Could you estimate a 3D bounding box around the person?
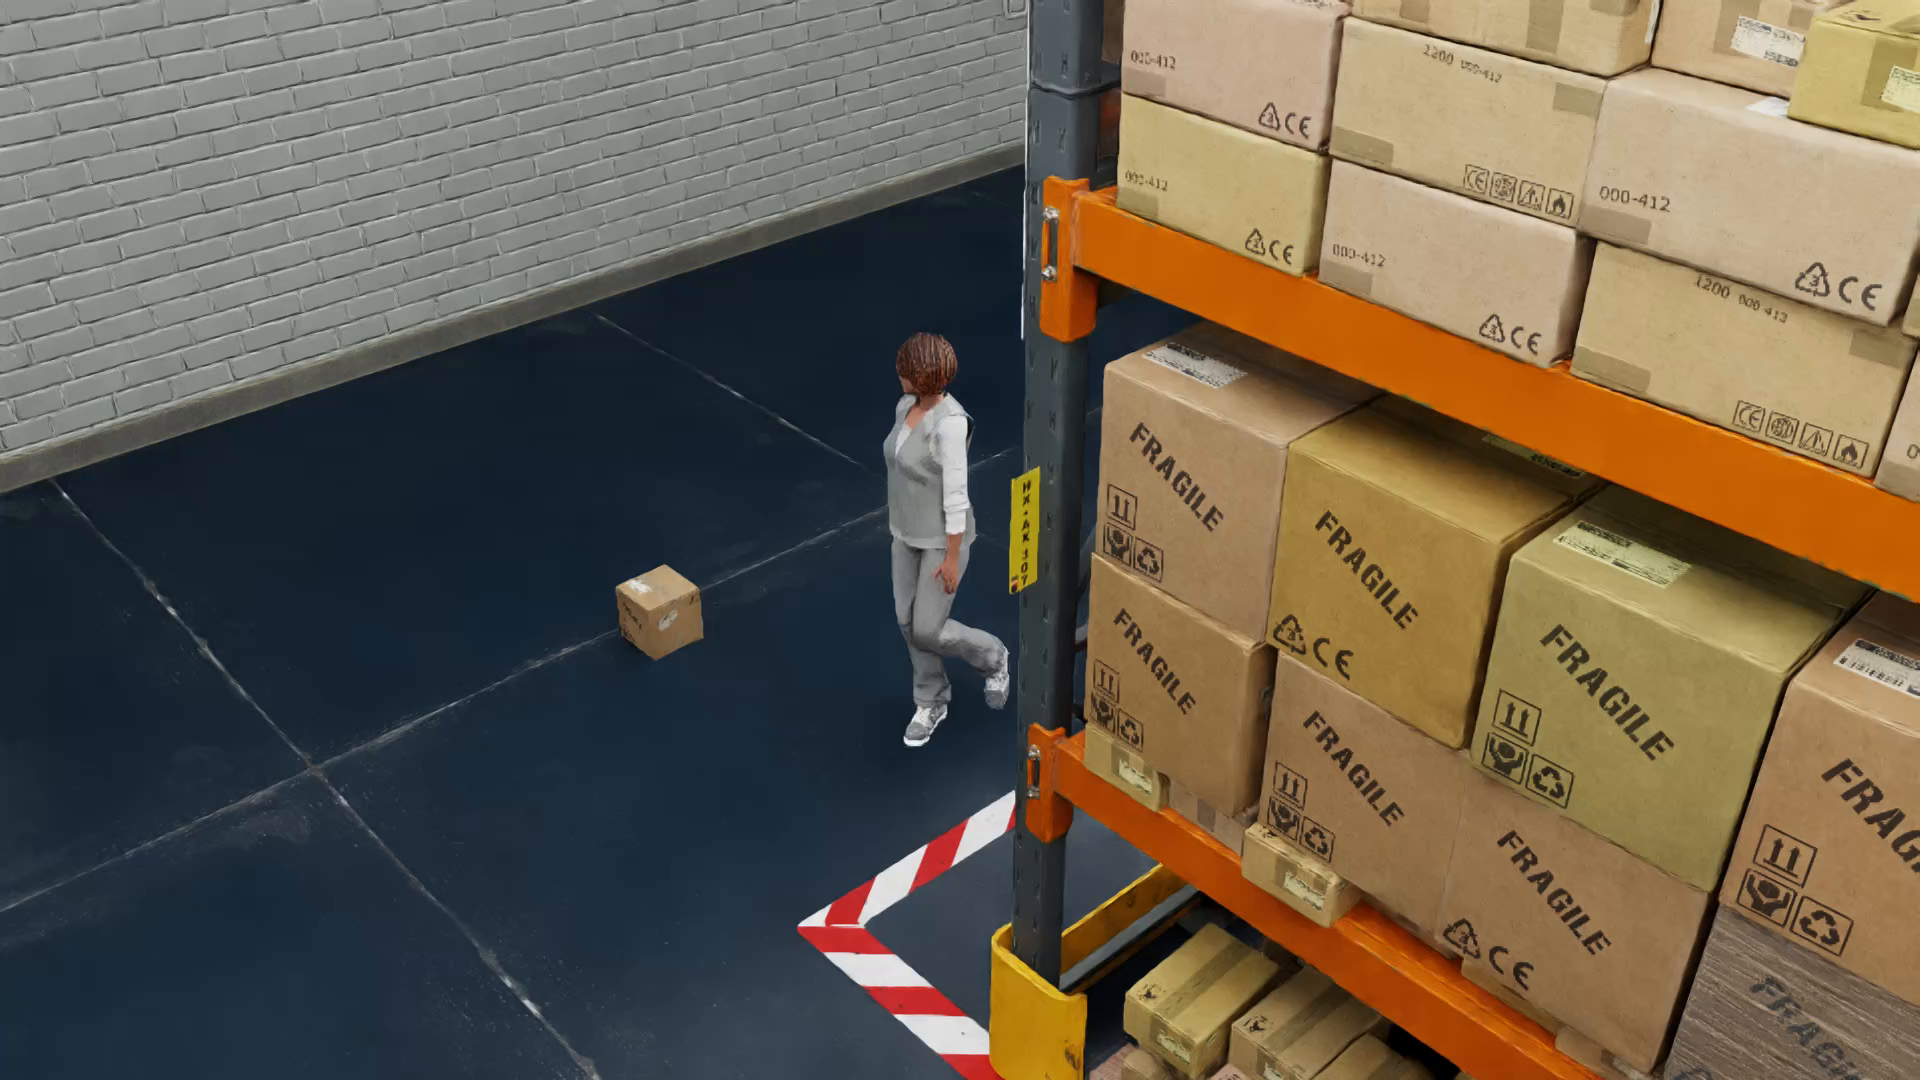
[{"bbox_3d":[-0.098,-0.001,6.176,0.480,1.575,0.483,-23,39,-32],"label":"person"}]
